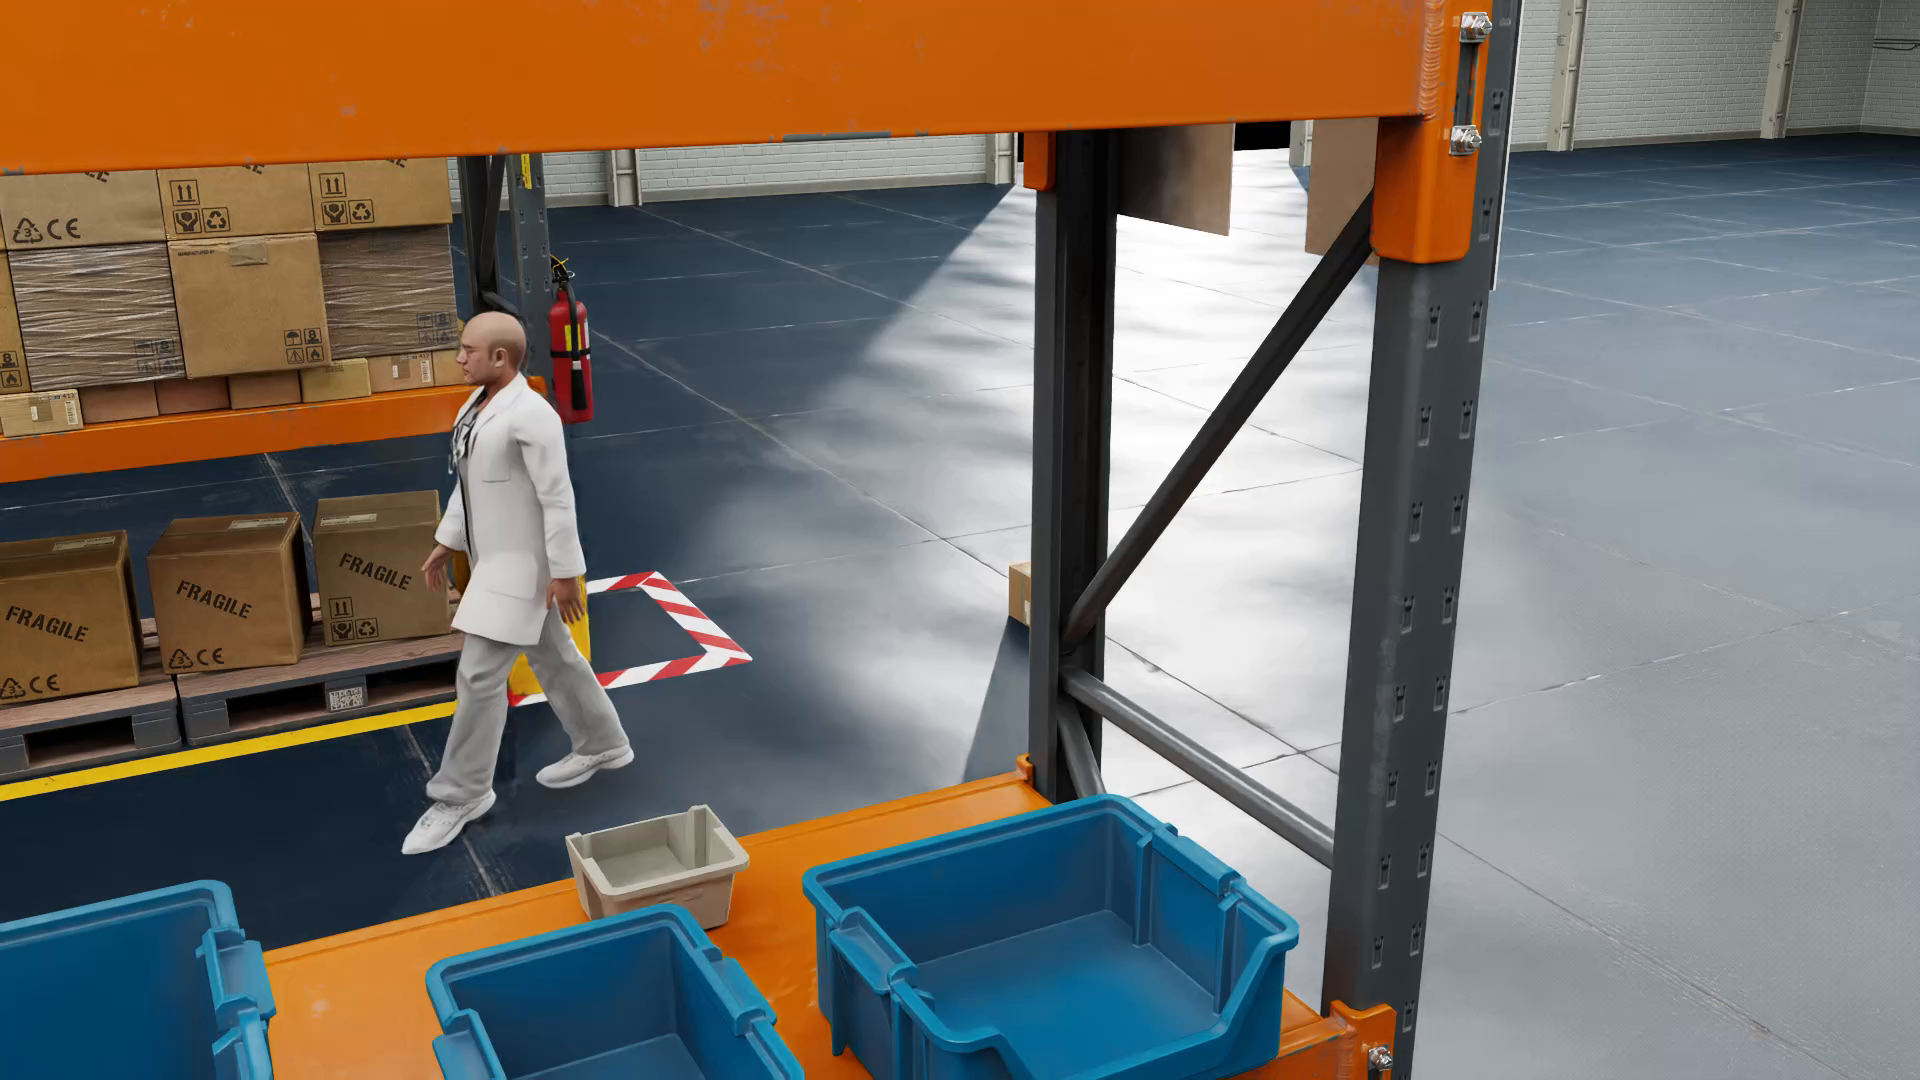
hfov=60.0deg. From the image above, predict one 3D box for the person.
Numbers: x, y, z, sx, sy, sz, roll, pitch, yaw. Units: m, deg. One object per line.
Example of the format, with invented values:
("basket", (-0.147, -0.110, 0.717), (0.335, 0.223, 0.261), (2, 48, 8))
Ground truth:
("person", (-1.611, 0.113, 5.762), (0.902, 1.806, 0.620), (-11, 21, -30))
